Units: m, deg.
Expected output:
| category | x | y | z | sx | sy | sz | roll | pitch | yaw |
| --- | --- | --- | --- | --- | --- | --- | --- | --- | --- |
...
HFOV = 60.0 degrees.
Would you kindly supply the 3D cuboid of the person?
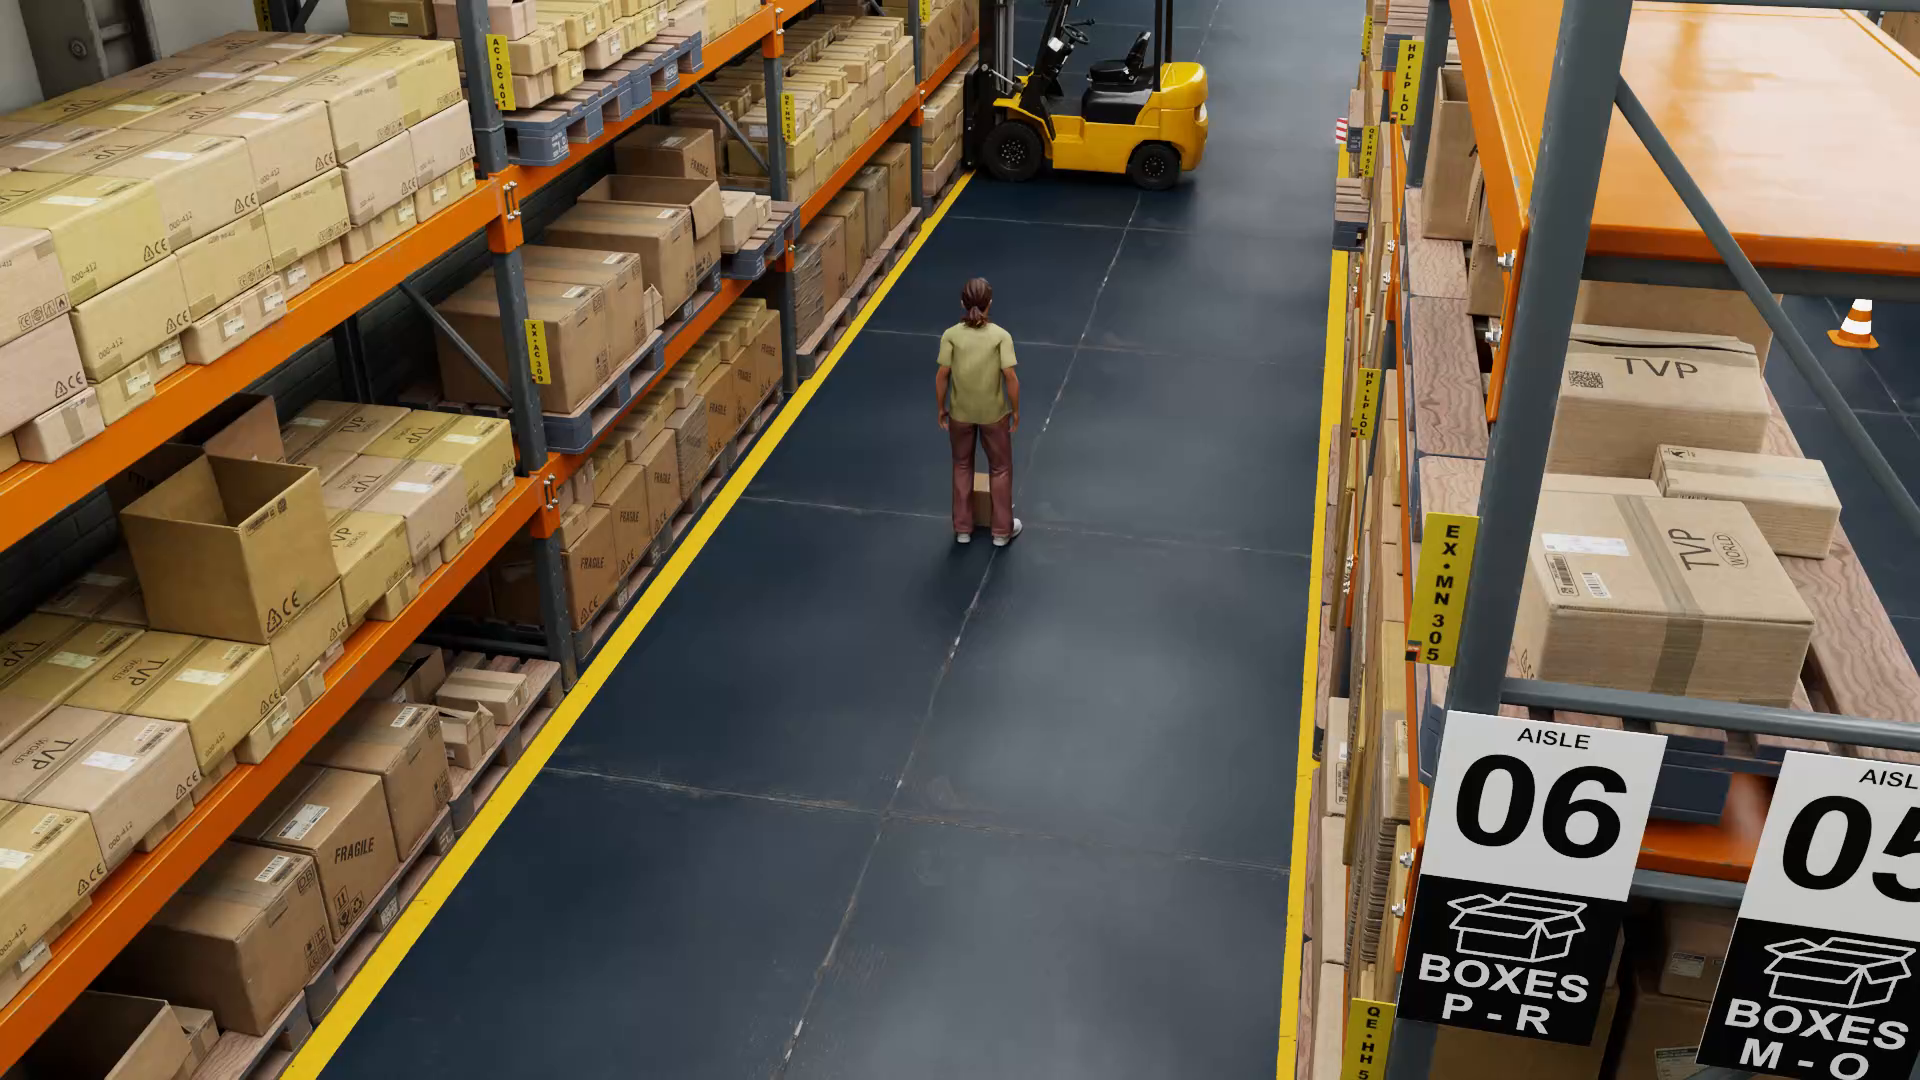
| category | x | y | z | sx | sy | sz | roll | pitch | yaw |
| --- | --- | --- | --- | --- | --- | --- | --- | --- | --- |
| person | 0.118 | -0.761 | 9.995 | 0.514 | 1.671 | 0.347 | 4 | 29 | 8 |
